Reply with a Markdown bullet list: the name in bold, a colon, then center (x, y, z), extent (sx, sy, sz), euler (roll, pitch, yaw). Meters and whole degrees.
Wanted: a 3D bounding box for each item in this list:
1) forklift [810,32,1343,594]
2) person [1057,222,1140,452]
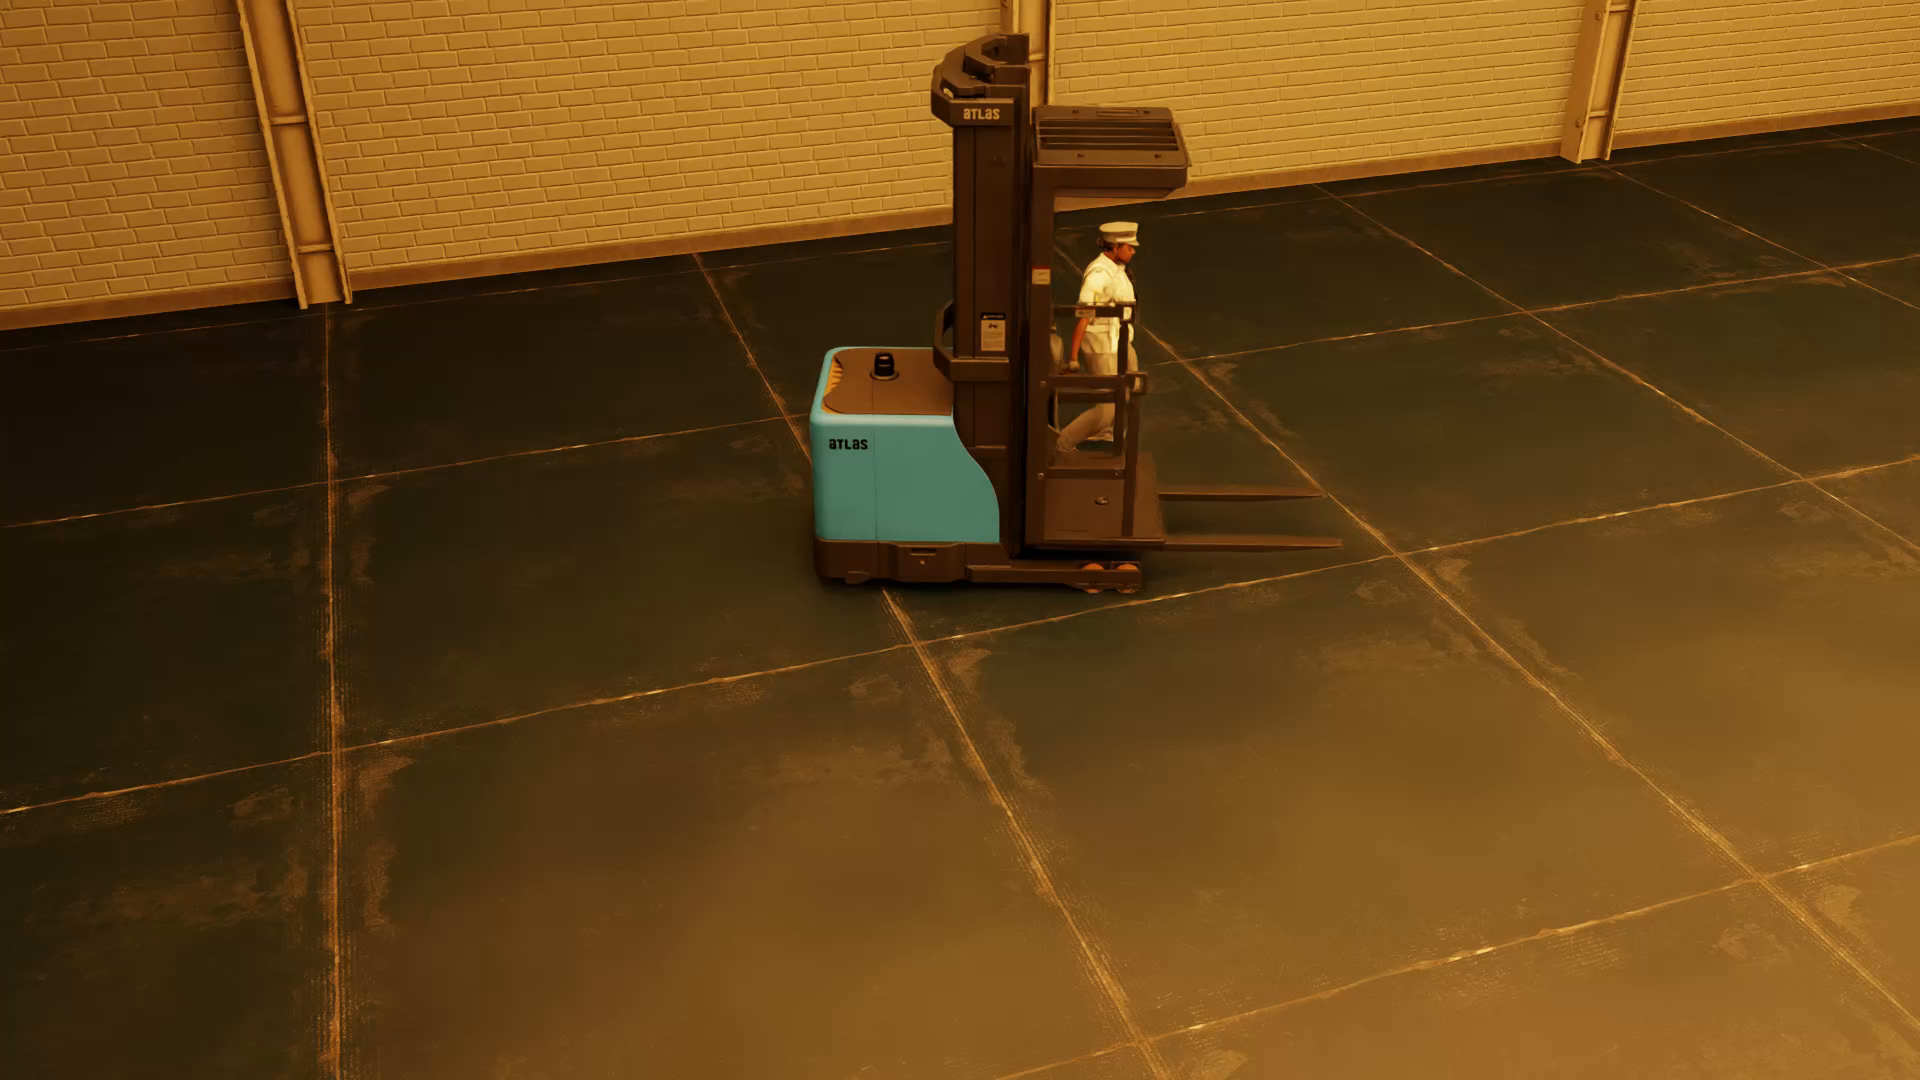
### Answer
- **forklift**: center (0.688, -1.234, 9.232), extent (3.031, 2.935, 1.130), euler (1, 30, 1)
- **person**: center (0.872, -1.233, 10.597), extent (0.468, 1.588, 0.798), euler (14, 33, 23)
